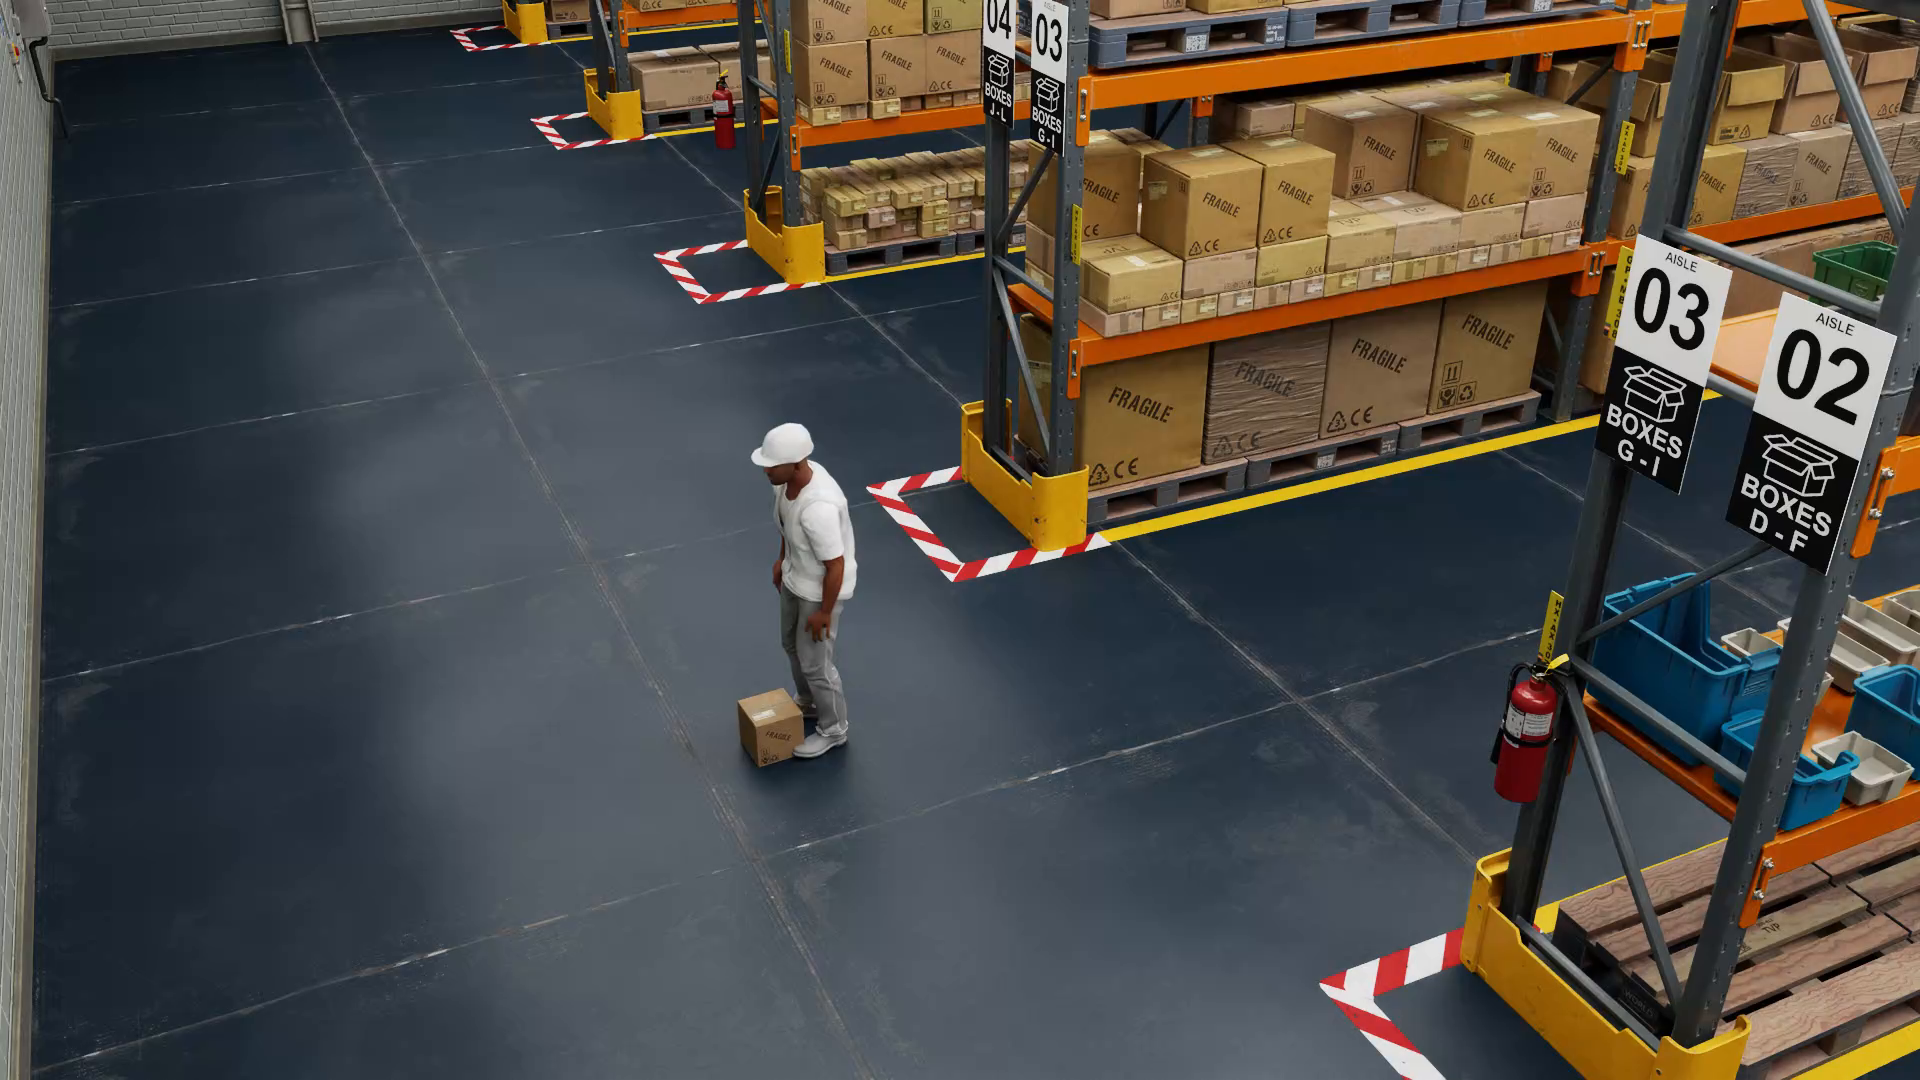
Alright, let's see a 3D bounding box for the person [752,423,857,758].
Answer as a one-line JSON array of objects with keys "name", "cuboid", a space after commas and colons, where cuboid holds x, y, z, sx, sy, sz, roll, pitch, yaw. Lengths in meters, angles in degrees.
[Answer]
[{"name": "person", "cuboid": [-0.745, 0.223, 8.040, 0.458, 1.757, 0.628, -13, 32, -22]}]
